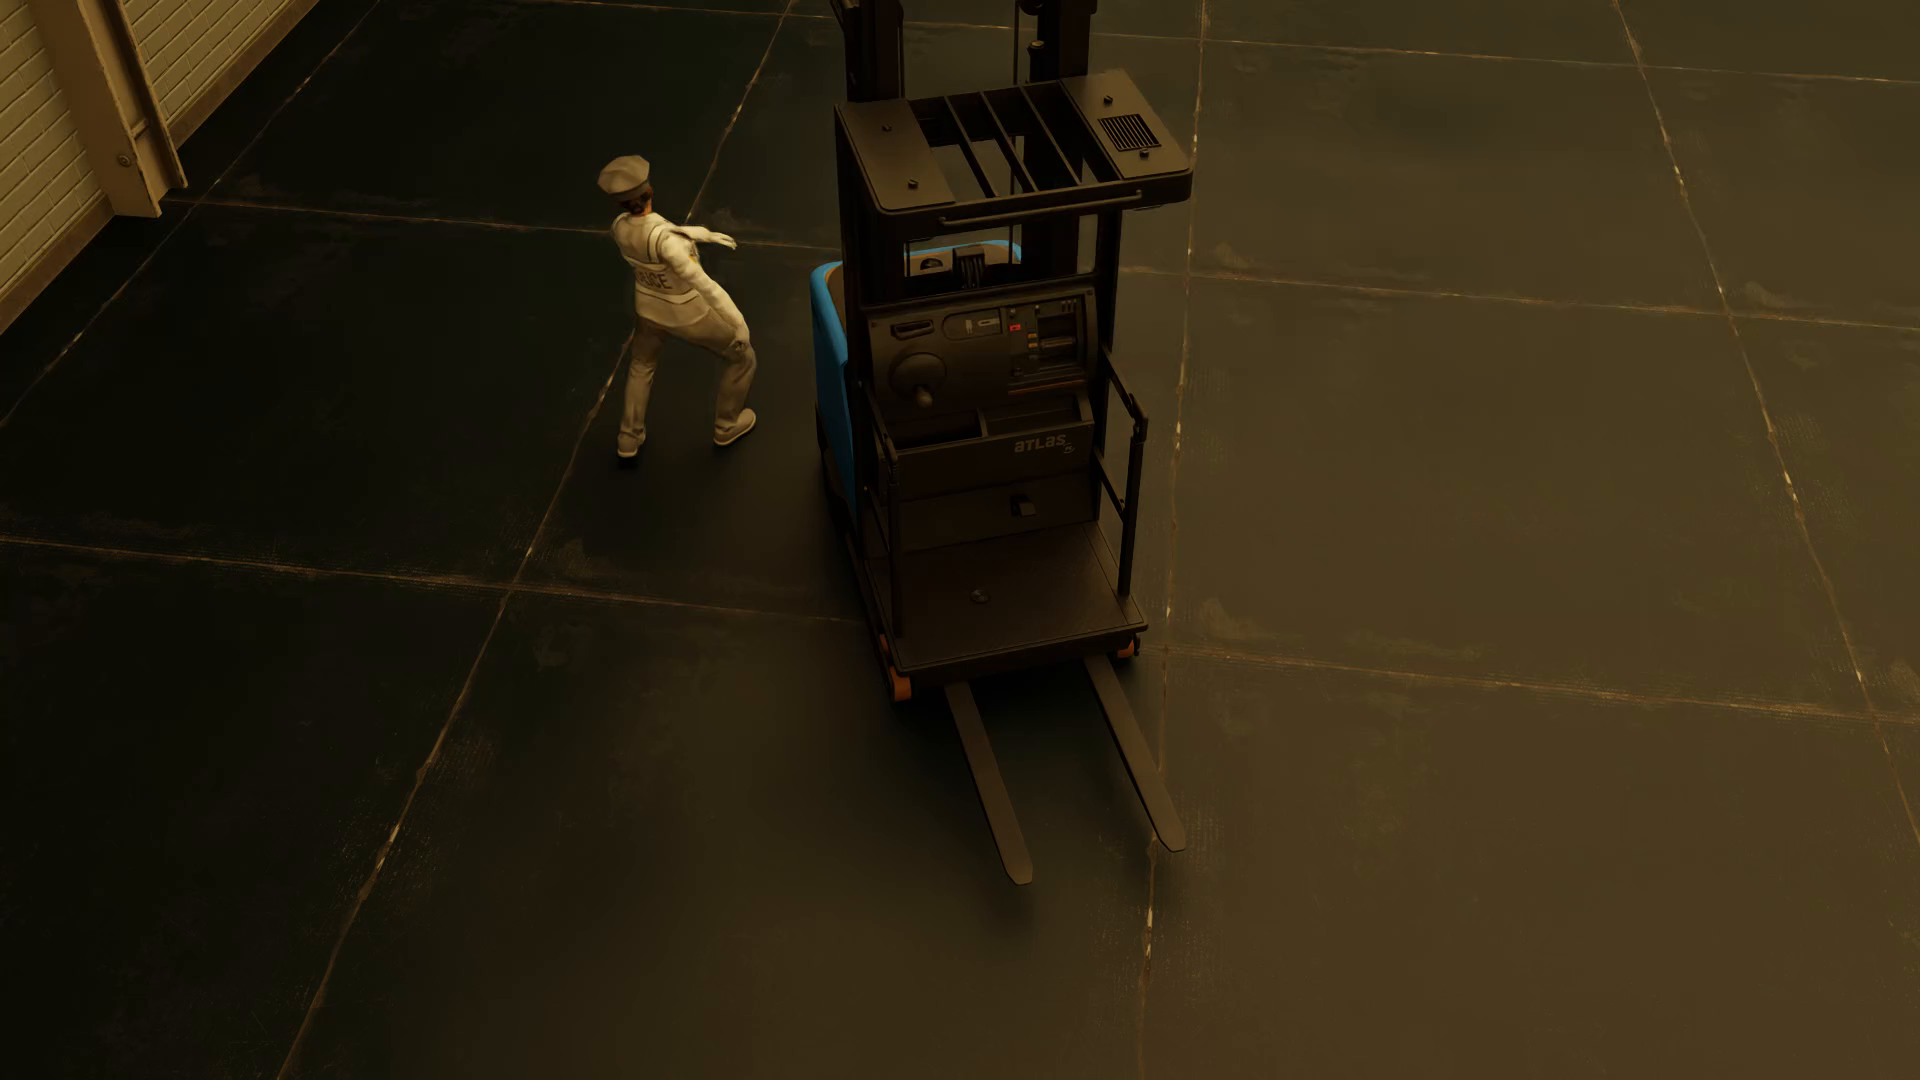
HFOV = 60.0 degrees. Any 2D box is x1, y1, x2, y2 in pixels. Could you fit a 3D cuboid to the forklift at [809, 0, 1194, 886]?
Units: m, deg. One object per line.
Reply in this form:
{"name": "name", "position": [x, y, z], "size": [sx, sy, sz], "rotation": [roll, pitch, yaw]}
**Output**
{"name": "forklift", "position": [0.153, -0.681, 6.465], "size": [1.130, 2.935, 3.031], "rotation": [-10, 44, -11]}

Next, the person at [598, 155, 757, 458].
{"name": "person", "position": [-1.294, -1.114, 7.946], "size": [0.724, 1.550, 0.786], "rotation": [19, 46, 19]}
